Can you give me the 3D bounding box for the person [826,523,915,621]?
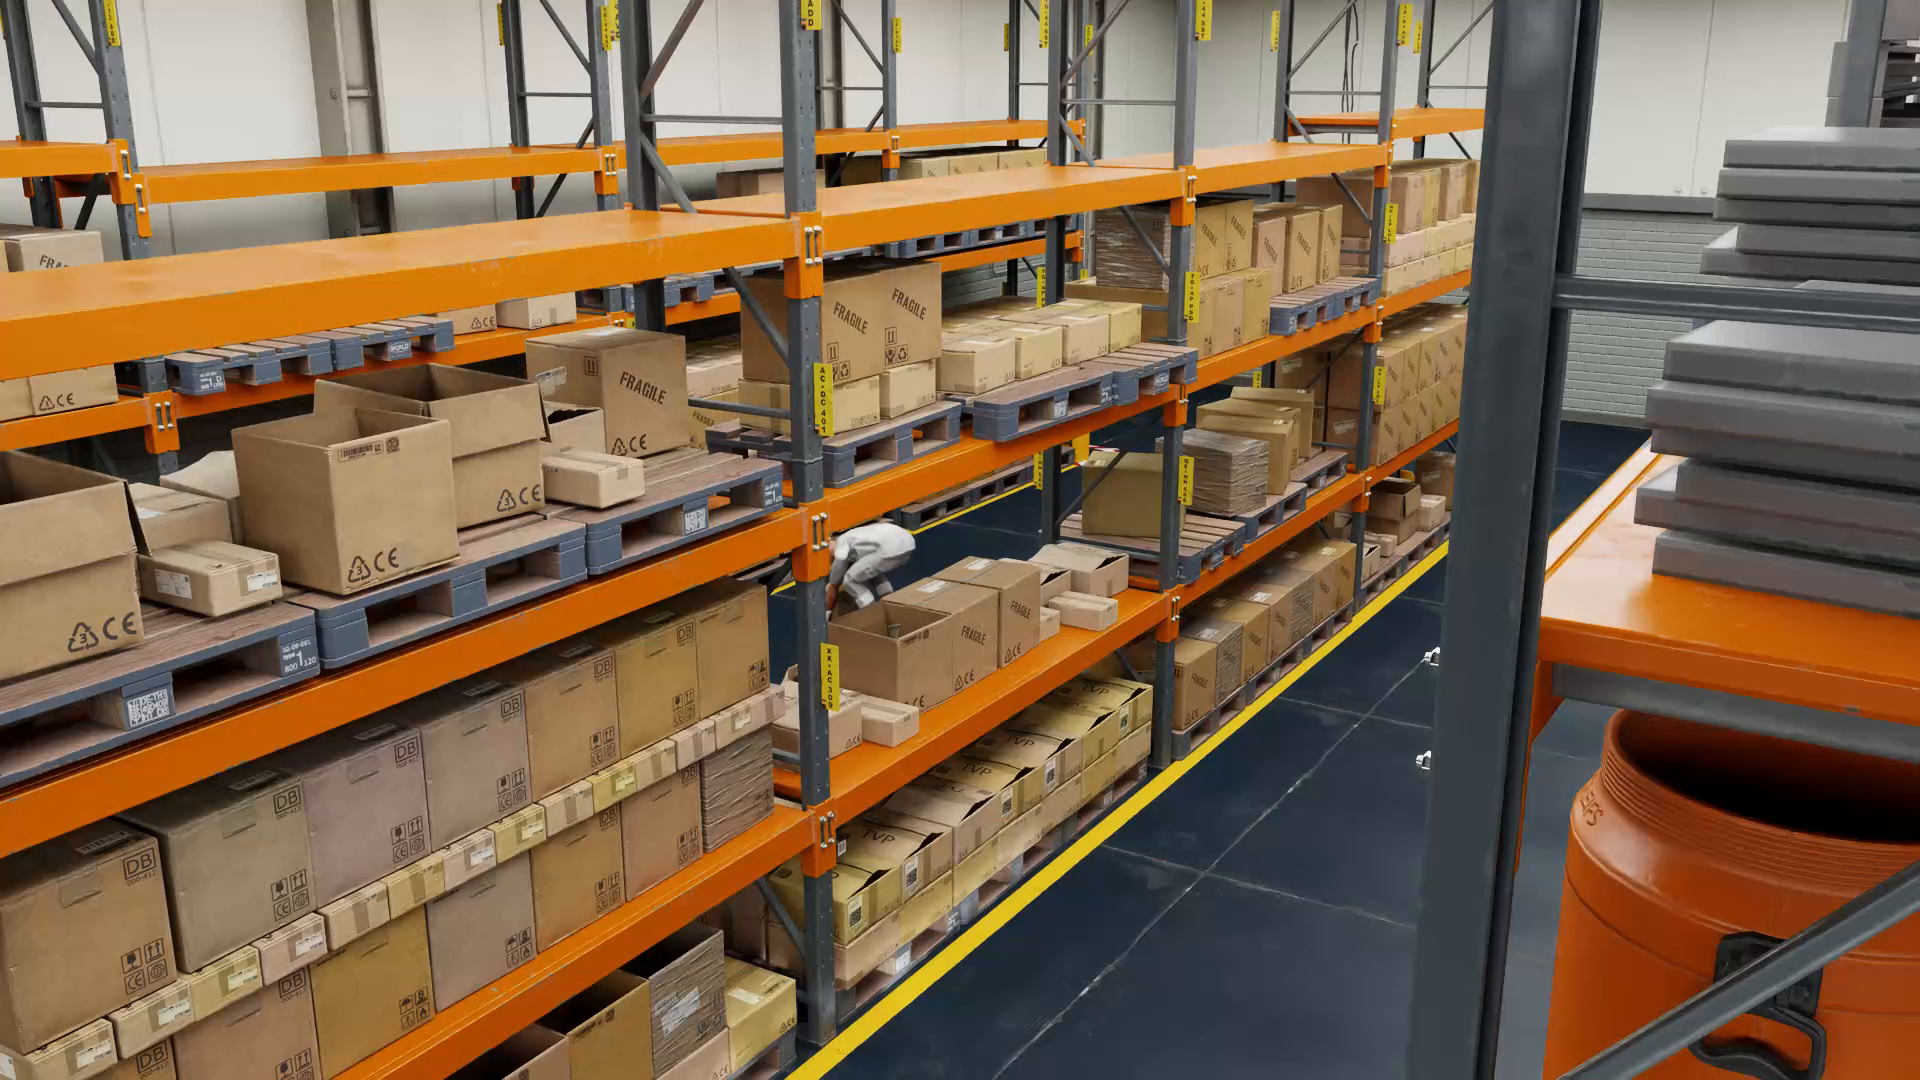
[{"bbox_3d":[-0.846,0.288,14.585,0.953,0.923,0.501,9,18,28],"label":"person"}]
